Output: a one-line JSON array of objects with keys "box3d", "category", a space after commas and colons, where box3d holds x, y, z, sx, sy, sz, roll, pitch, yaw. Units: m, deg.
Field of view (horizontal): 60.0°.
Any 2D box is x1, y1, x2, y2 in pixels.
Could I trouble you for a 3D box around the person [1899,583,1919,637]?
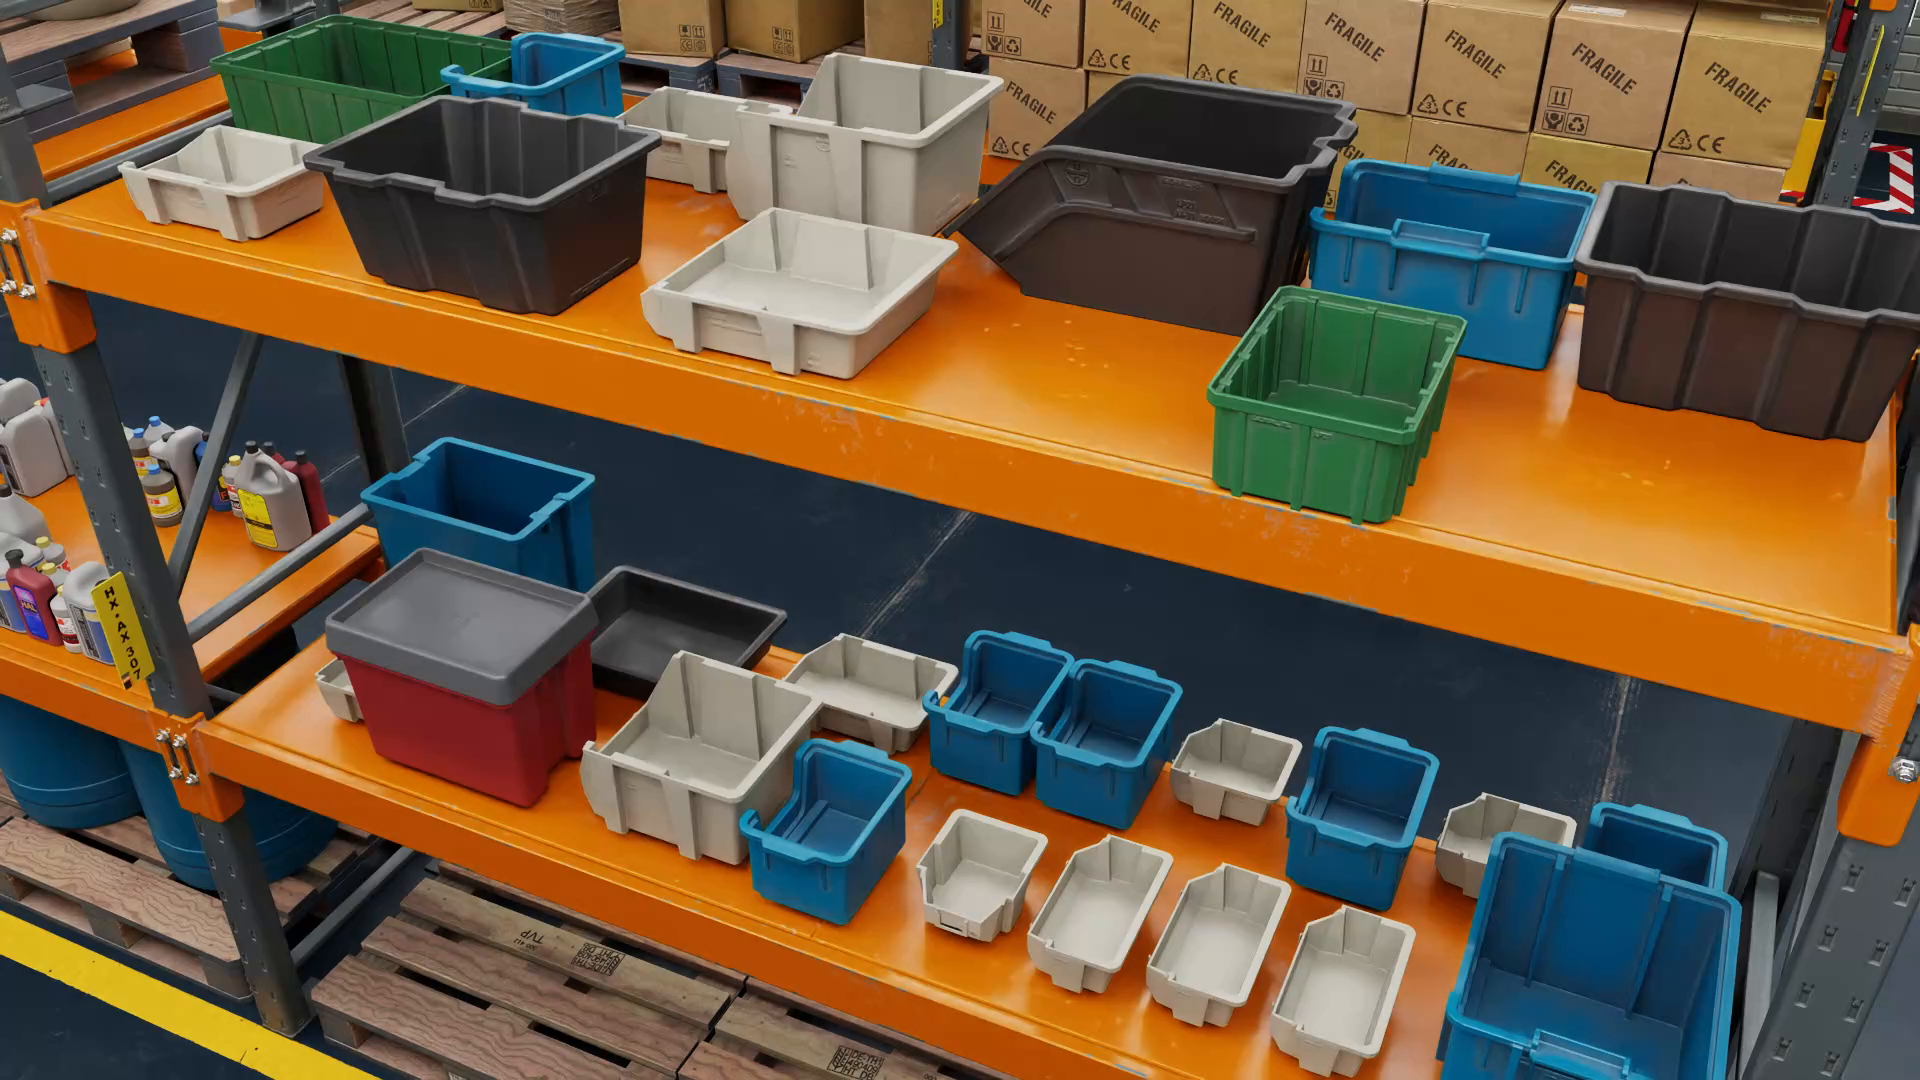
[{"box3d": [3.597, -0.126, 6.338, 0.773, 1.693, 0.531, 10, 35, 15], "category": "person"}]
